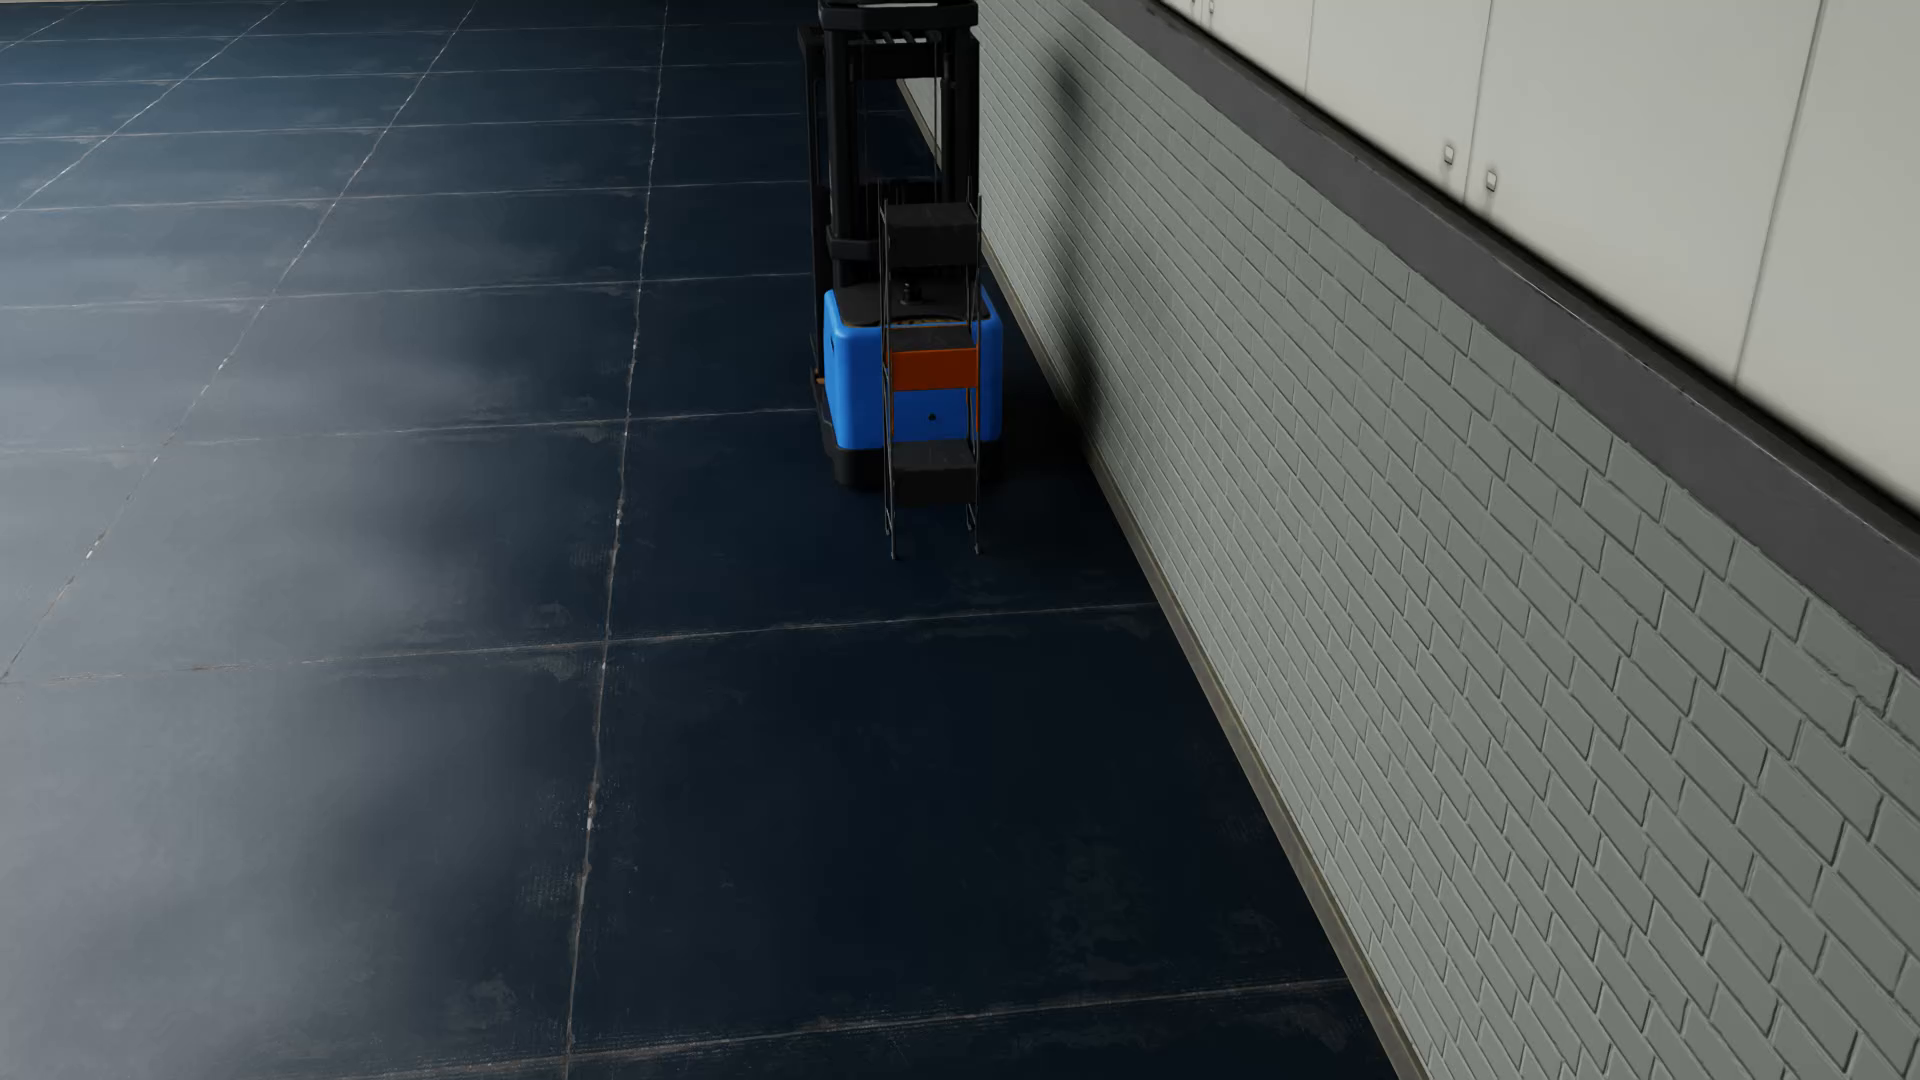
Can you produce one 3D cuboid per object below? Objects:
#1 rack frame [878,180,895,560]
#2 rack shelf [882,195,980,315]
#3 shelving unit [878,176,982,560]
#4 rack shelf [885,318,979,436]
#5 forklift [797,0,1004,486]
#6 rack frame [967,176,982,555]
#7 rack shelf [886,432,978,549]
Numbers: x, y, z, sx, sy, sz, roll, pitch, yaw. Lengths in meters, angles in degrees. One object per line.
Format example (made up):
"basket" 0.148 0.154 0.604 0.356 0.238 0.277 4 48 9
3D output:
"rack frame" -0.406 -0.908 9.220 0.015 2.100 0.400 -4 27 -7
"rack shelf" -0.164 -1.534 8.937 0.480 0.518 0.431 -4 27 -7
"shelving unit" -0.164 -0.924 9.250 0.503 2.100 0.431 -4 27 -7
"rack shelf" -0.164 -0.912 9.256 0.480 0.518 0.431 -4 27 -7
"forklift" -0.459 -2.284 10.991 1.130 2.935 3.031 -4 27 -8
"rack frame" 0.078 -0.939 9.280 0.015 2.100 0.400 -4 27 -7
"rack shelf" -0.164 -0.289 9.576 0.480 0.518 0.431 -4 27 -7
